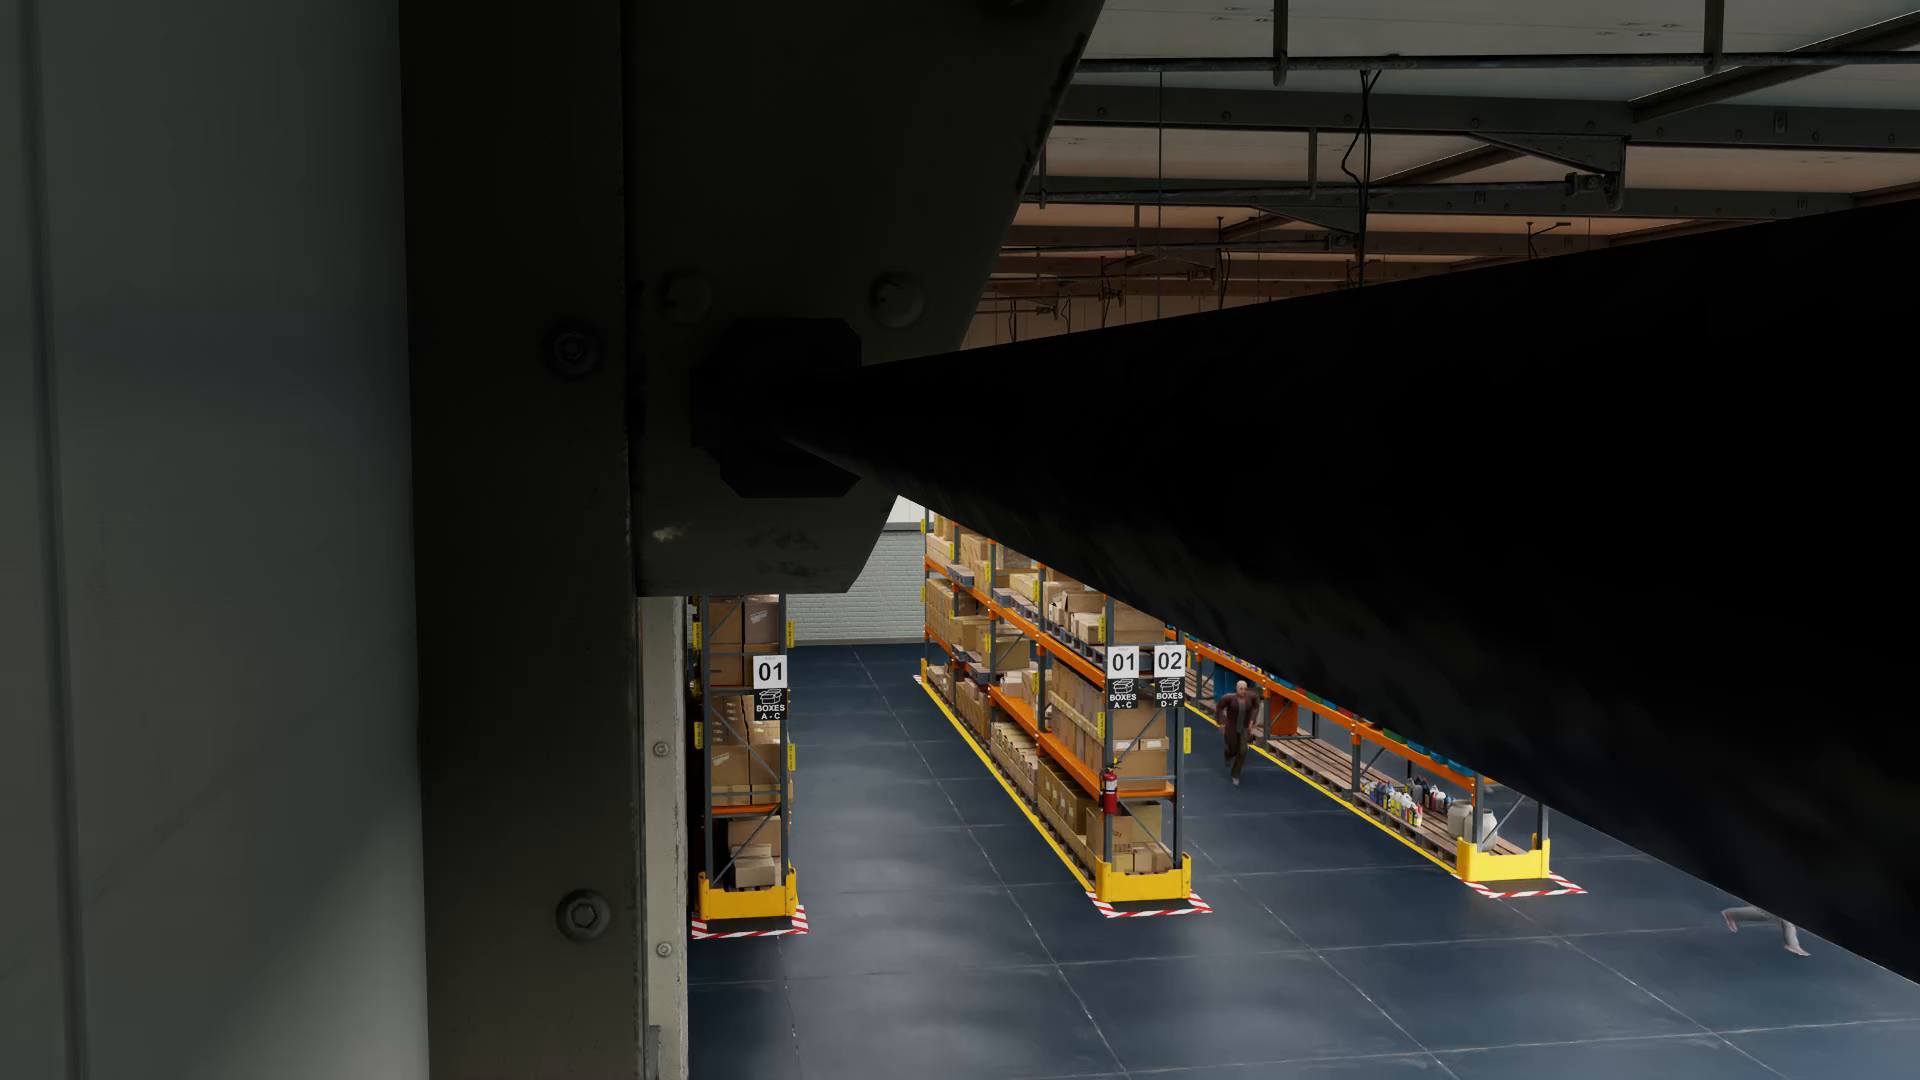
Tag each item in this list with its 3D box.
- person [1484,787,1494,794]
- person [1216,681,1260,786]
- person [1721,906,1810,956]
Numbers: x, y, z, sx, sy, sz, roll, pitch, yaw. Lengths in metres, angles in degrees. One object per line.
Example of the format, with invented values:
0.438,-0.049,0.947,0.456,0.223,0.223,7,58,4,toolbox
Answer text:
8.410,3.170,26.604,0.700,1.698,0.897,-2,6,-24,person
4.523,3.106,27.239,0.711,1.725,0.876,-1,5,-9,person
9.166,3.886,18.884,0.937,1.651,0.574,2,5,18,person
